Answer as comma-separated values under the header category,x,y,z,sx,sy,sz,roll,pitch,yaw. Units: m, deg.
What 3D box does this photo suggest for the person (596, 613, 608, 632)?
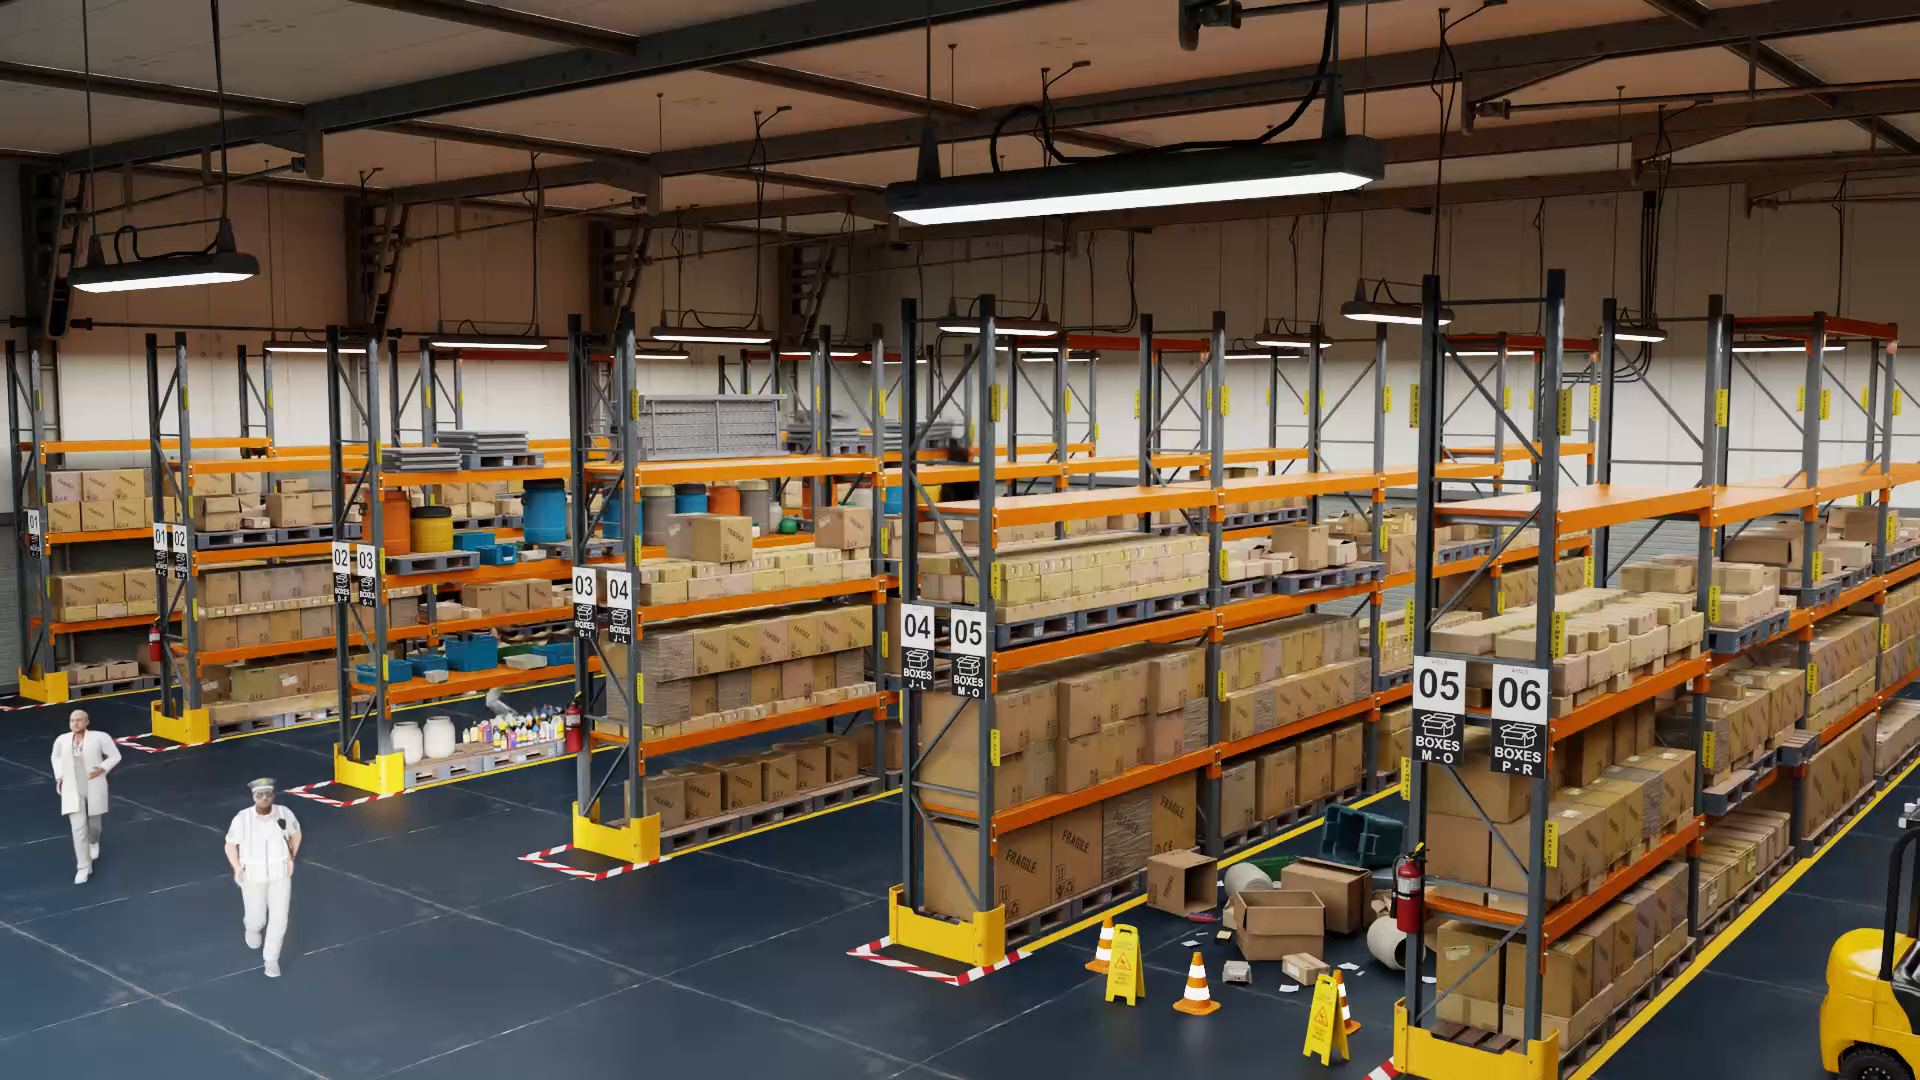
category,x,y,z,sx,sy,sz,roll,pitch,yaw
person,-7.296,1.218,34.271,0.704,1.834,0.745,4,7,38

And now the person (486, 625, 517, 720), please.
category,x,y,z,sx,sy,sz,roll,pitch,yaw
person,-6.968,2.222,24.994,0.539,1.378,0.541,5,7,42

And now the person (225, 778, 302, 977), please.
category,x,y,z,sx,sy,sz,roll,pitch,yaw
person,-6.222,2.972,14.903,0.648,1.753,0.691,-3,6,-29

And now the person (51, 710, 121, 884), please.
category,x,y,z,sx,sy,sz,roll,pitch,yaw
person,-9.345,2.691,17.786,0.699,1.783,0.923,-2,5,-19
